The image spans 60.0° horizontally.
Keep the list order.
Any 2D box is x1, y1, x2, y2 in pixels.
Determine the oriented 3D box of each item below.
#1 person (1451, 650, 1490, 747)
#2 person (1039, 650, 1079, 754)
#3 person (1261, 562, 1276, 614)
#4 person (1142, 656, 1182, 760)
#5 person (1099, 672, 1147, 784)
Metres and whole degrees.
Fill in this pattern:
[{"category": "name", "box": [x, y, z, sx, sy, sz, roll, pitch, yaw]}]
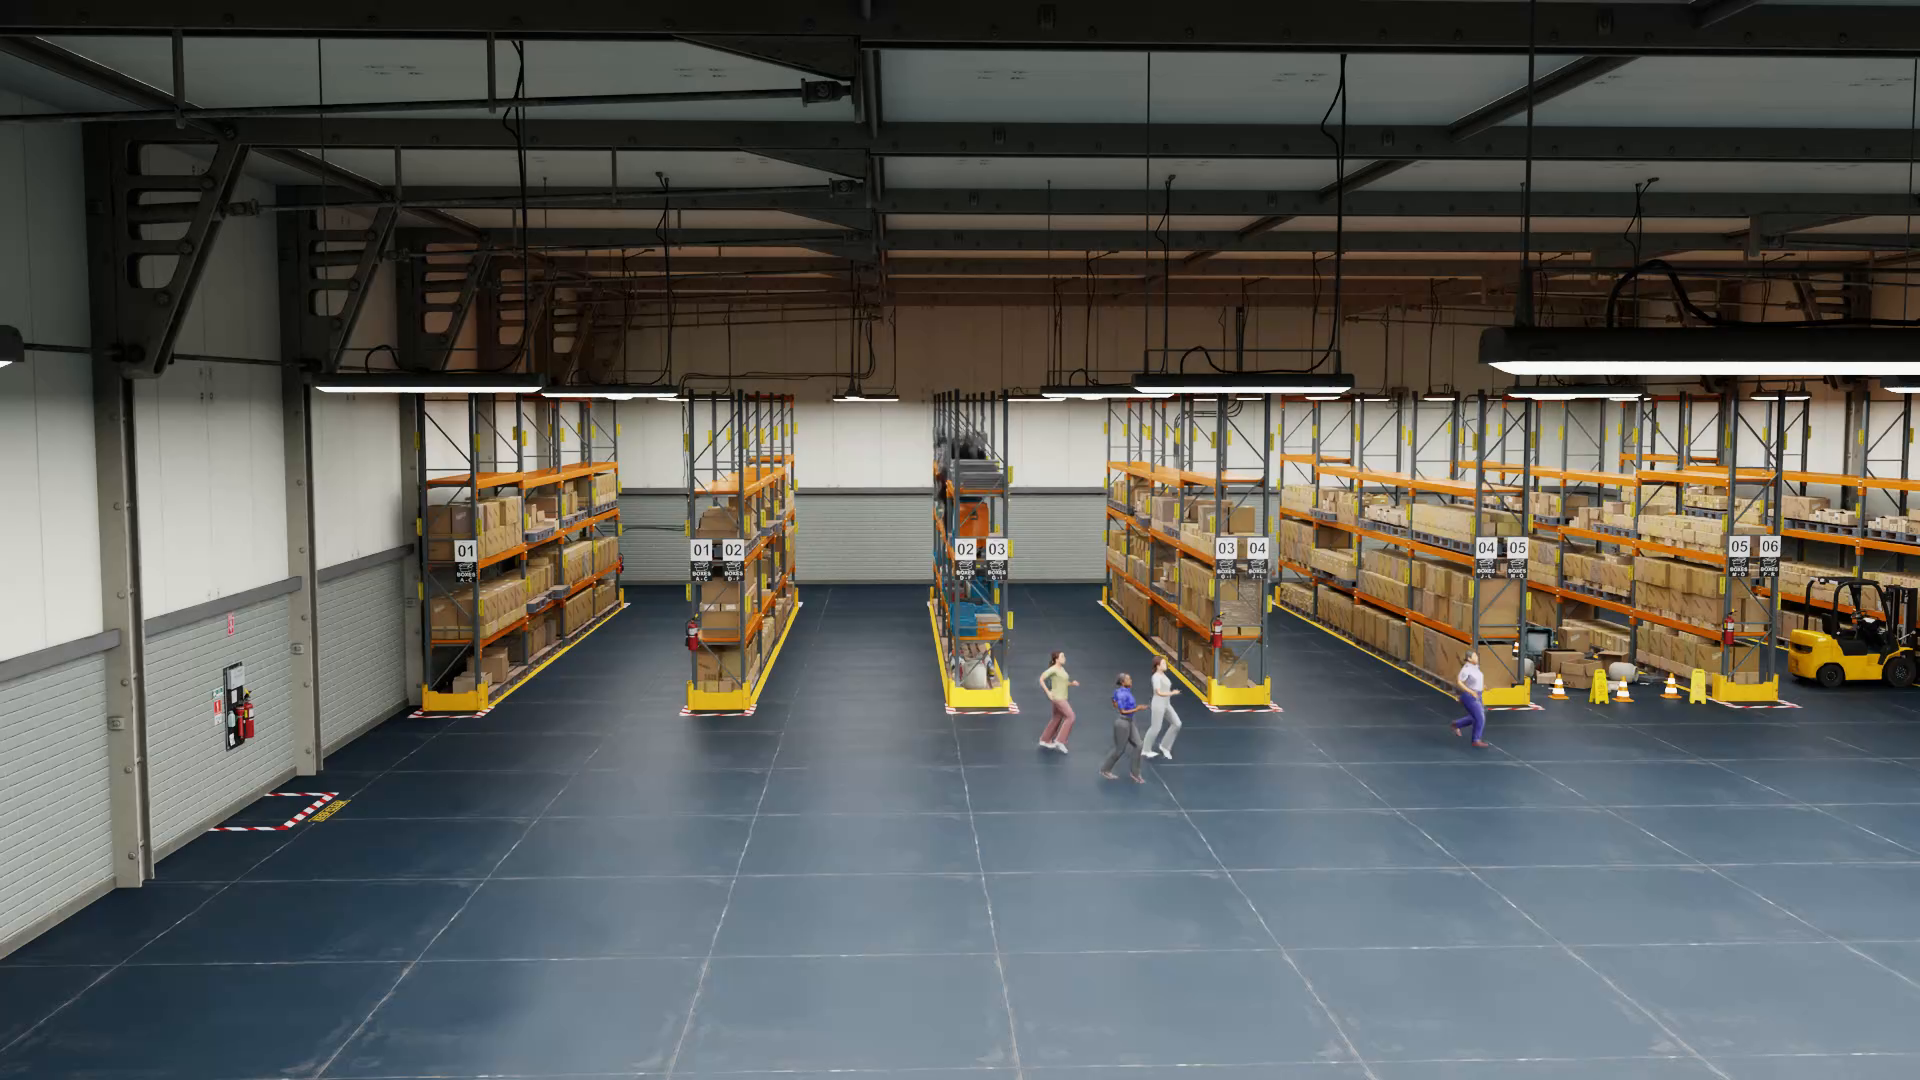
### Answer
[{"category": "person", "box": [8.554, 2.648, 27.919, 0.687, 1.599, 0.613, 3, 6, 36]}, {"category": "person", "box": [1.626, 2.656, 27.393, 0.698, 1.696, 0.548, 2, 5, 19]}, {"category": "person", "box": [8.118, 1.213, 44.479, 0.619, 1.850, 0.801, 0, 5, 2]}, {"category": "person", "box": [3.238, 2.709, 26.766, 0.707, 1.693, 0.532, 3, 5, 29]}, {"category": "person", "box": [2.475, 2.848, 25.112, 0.728, 1.713, 0.560, 2, 5, 19]}]
